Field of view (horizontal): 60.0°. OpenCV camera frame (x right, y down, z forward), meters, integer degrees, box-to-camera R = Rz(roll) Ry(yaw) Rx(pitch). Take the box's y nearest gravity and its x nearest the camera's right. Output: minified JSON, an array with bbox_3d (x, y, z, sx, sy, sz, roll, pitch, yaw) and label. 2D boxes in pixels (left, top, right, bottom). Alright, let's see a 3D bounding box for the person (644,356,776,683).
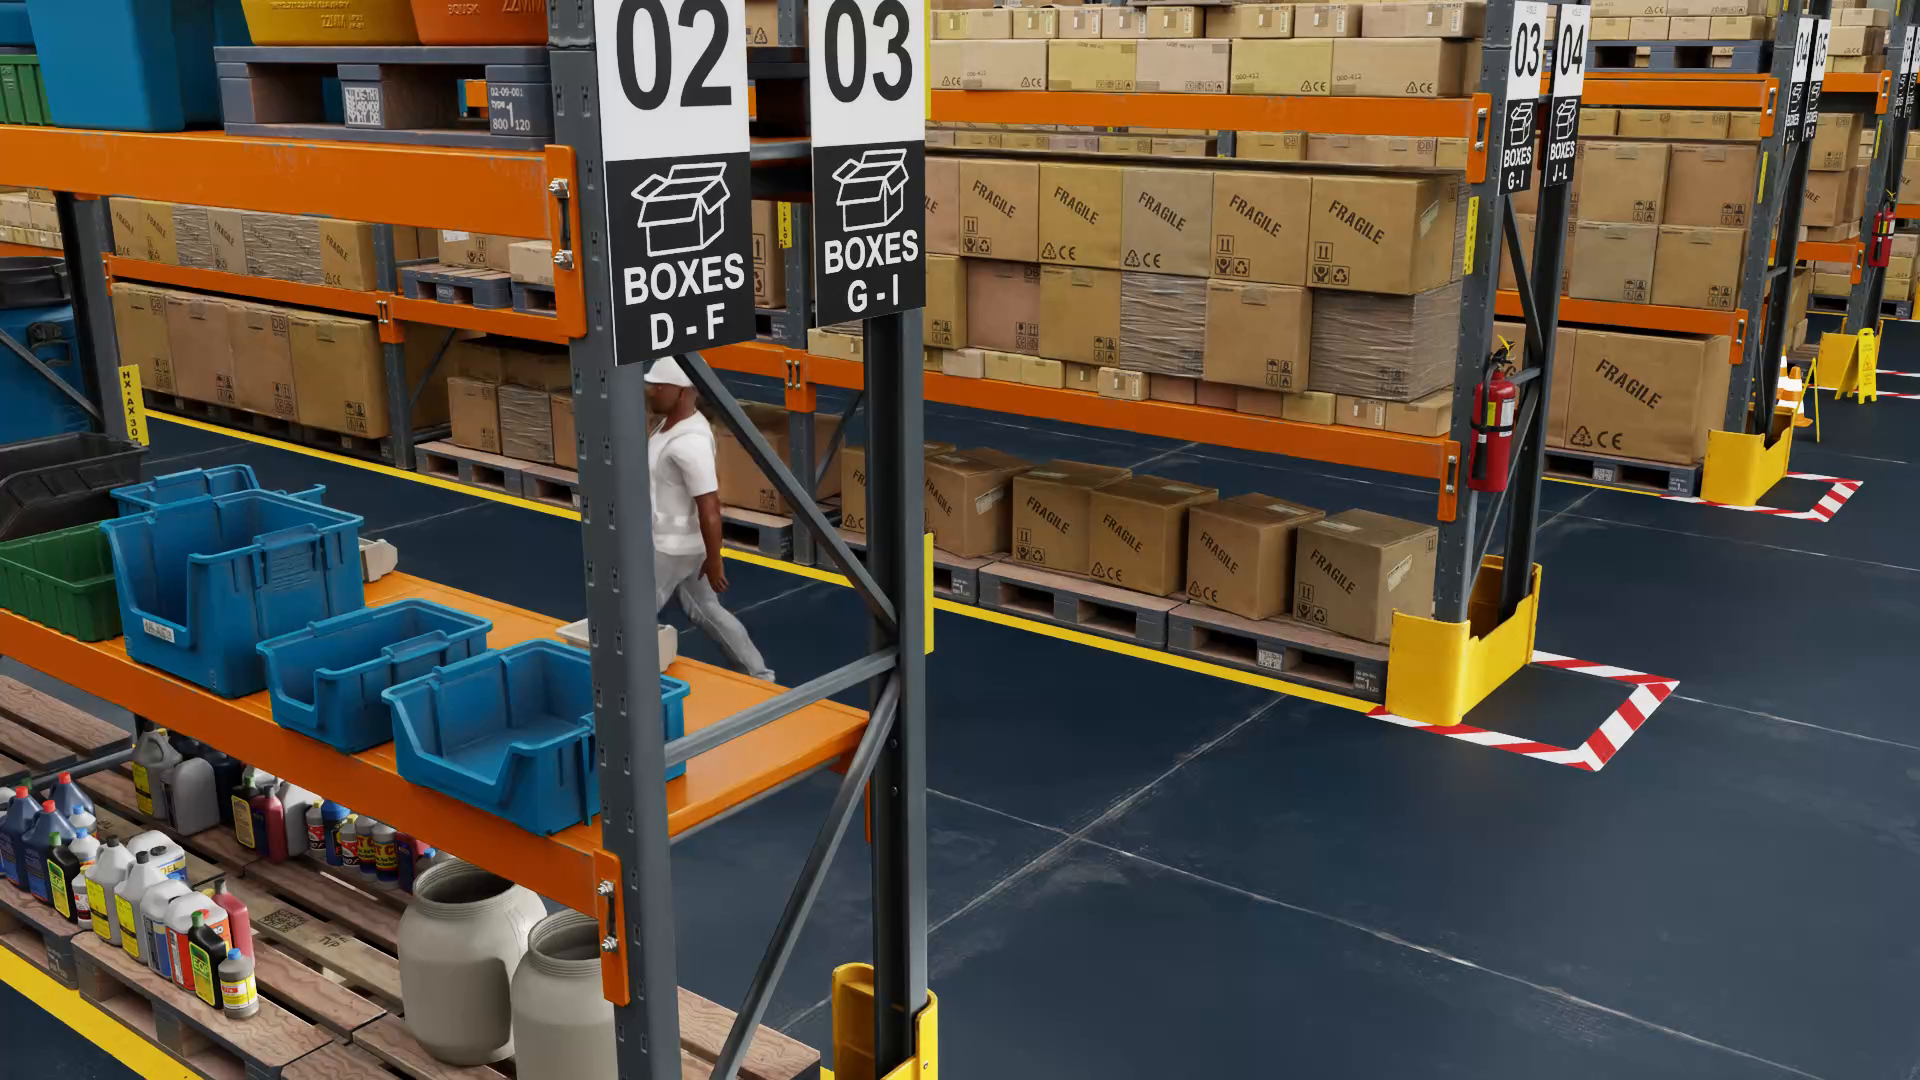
[{"bbox_3d":[-1.384,-0.006,7.533,1.054,1.707,0.578,-3,17,-9],"label":"person"}]
